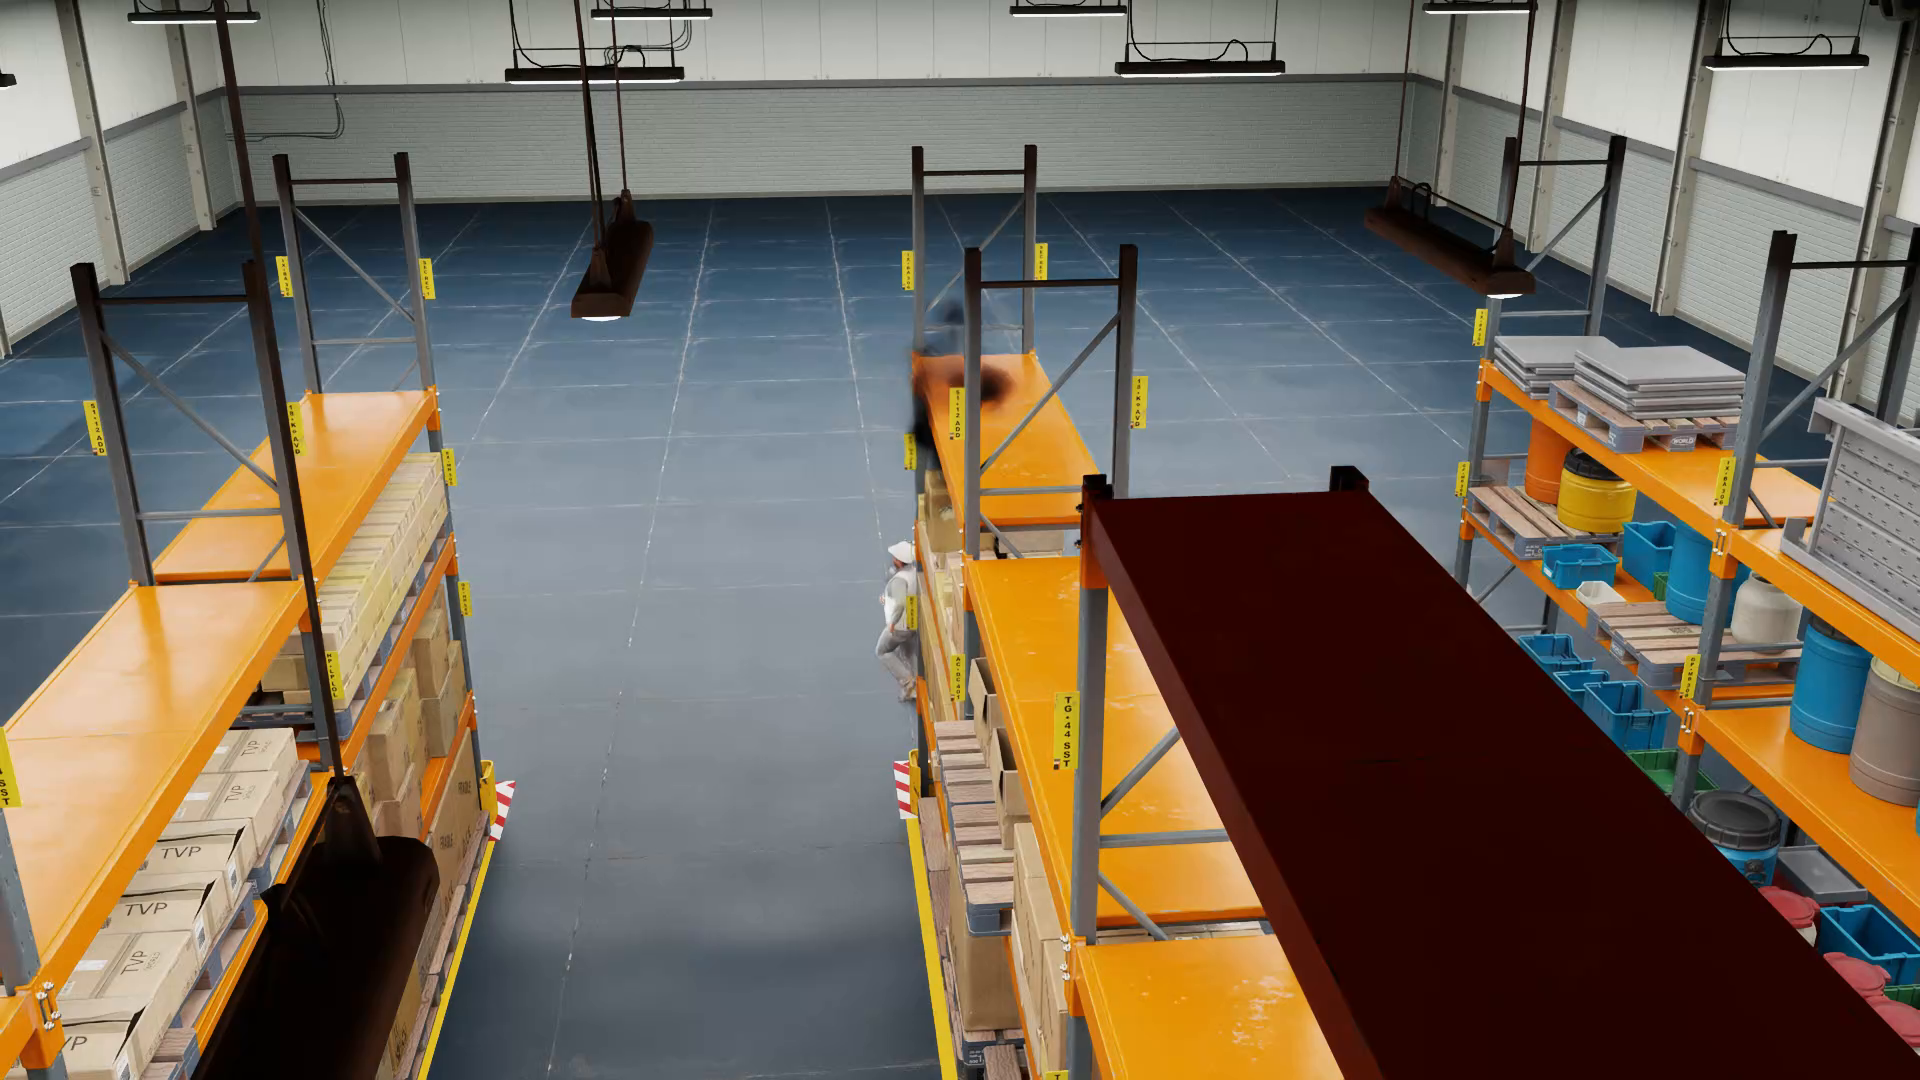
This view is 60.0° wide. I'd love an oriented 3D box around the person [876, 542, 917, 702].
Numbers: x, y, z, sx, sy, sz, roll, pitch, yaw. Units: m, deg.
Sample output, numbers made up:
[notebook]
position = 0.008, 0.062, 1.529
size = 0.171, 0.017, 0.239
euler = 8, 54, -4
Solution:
[person]
position = -0.625, 0.836, 17.145
size = 0.626, 1.741, 0.680
euler = 14, 26, 32
